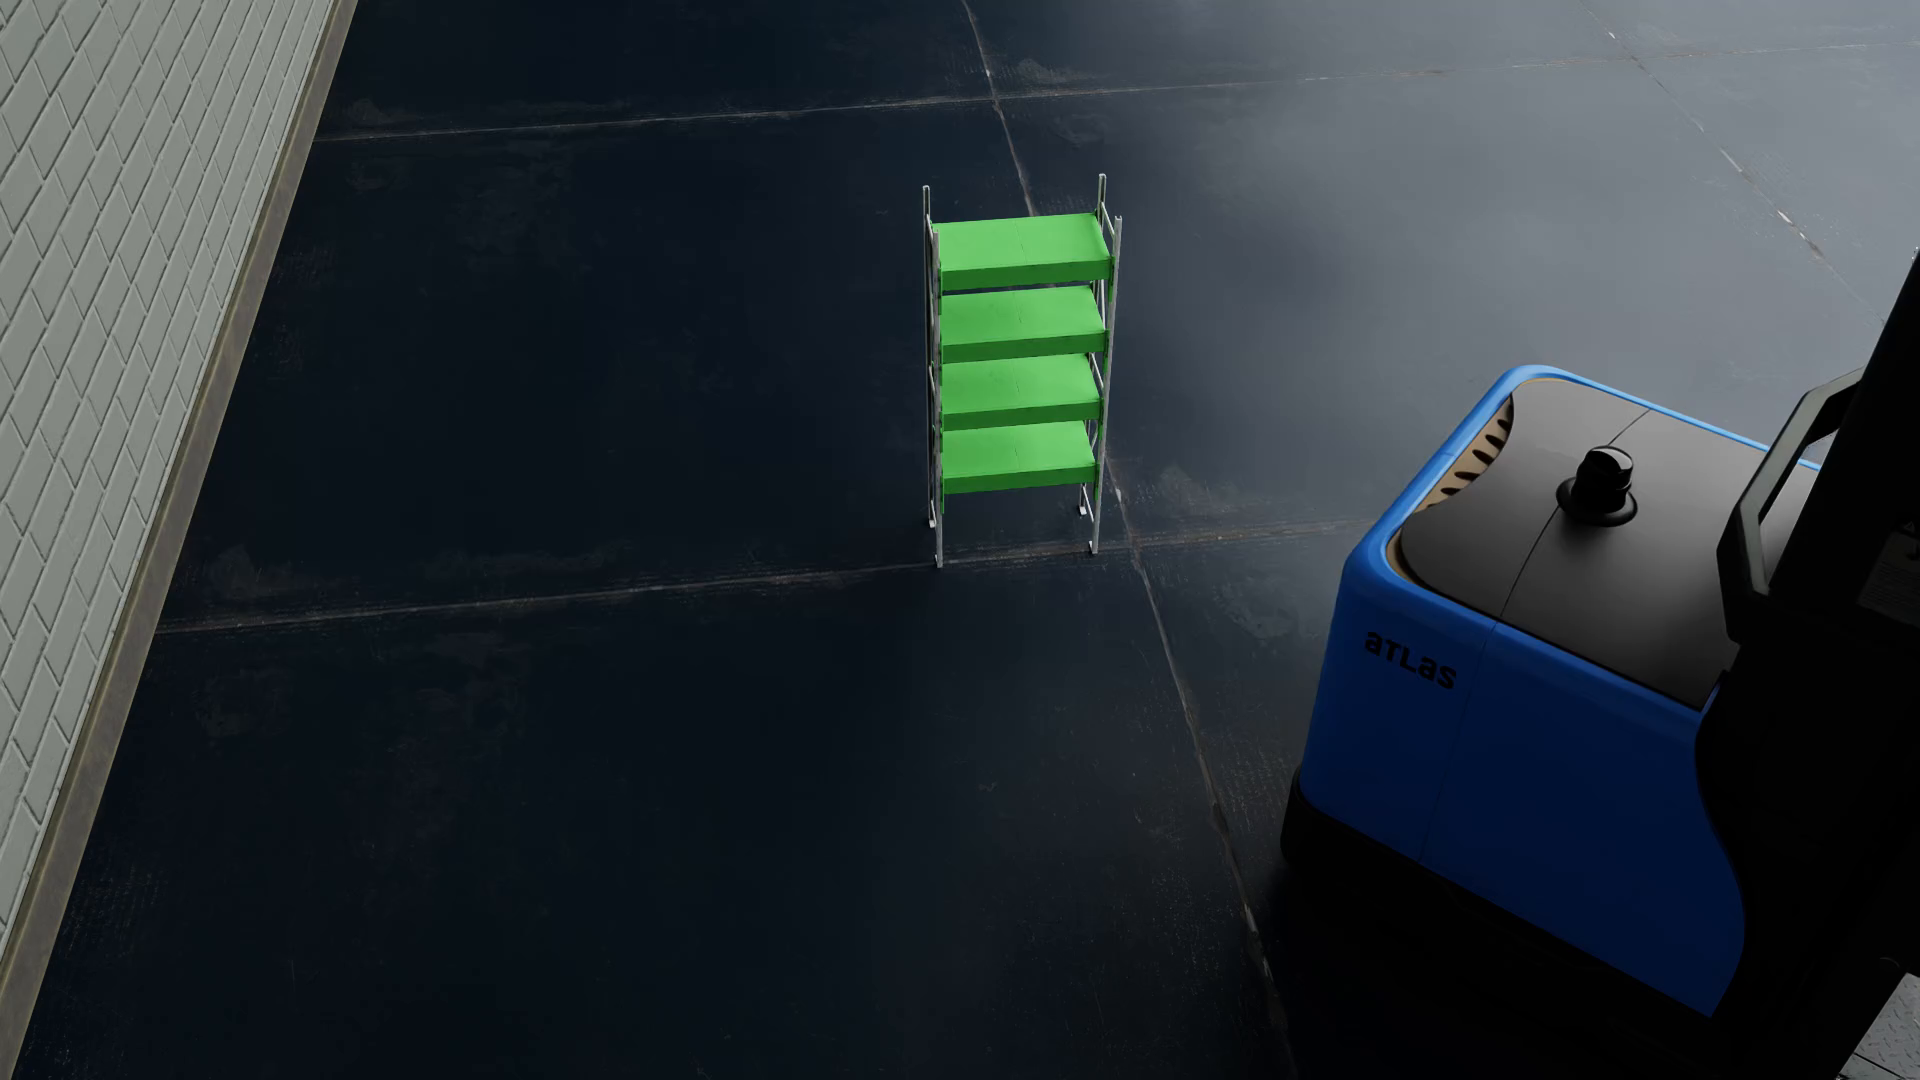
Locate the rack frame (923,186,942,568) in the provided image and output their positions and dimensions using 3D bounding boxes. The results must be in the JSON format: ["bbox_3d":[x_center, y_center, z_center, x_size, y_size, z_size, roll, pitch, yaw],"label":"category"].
[{"bbox_3d":[-0.078,-0.439,4.841,0.015,1.200,0.240,-5,42,-6],"label":"rack frame"}]

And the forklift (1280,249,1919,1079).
[{"bbox_3d":[2.307,0.095,2.956,3.031,2.935,1.130,27,48,26],"label":"forklift"}]

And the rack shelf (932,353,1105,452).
[{"bbox_3d":[0.164,-0.412,4.907,0.480,0.148,0.258,-5,42,-6],"label":"rack shelf"}]

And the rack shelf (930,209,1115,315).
[{"bbox_3d":[0.164,-0.769,4.585,0.480,0.148,0.258,-5,42,-6],"label":"rack shelf"}]

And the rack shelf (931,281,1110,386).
[{"bbox_3d":[0.164,-0.591,4.746,0.480,0.148,0.258,-5,42,-6],"label":"rack shelf"}]

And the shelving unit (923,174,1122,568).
[{"bbox_3d":[0.164,-0.460,4.864,0.503,1.200,0.258,-5,42,-6],"label":"shelving unit"}]

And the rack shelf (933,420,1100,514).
[{"bbox_3d":[0.164,-0.234,5.068,0.480,0.148,0.258,-5,42,-6],"label":"rack shelf"}]

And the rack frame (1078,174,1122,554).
[{"bbox_3d":[0.406,-0.481,4.888,0.015,1.200,0.240,-5,42,-6],"label":"rack frame"}]
